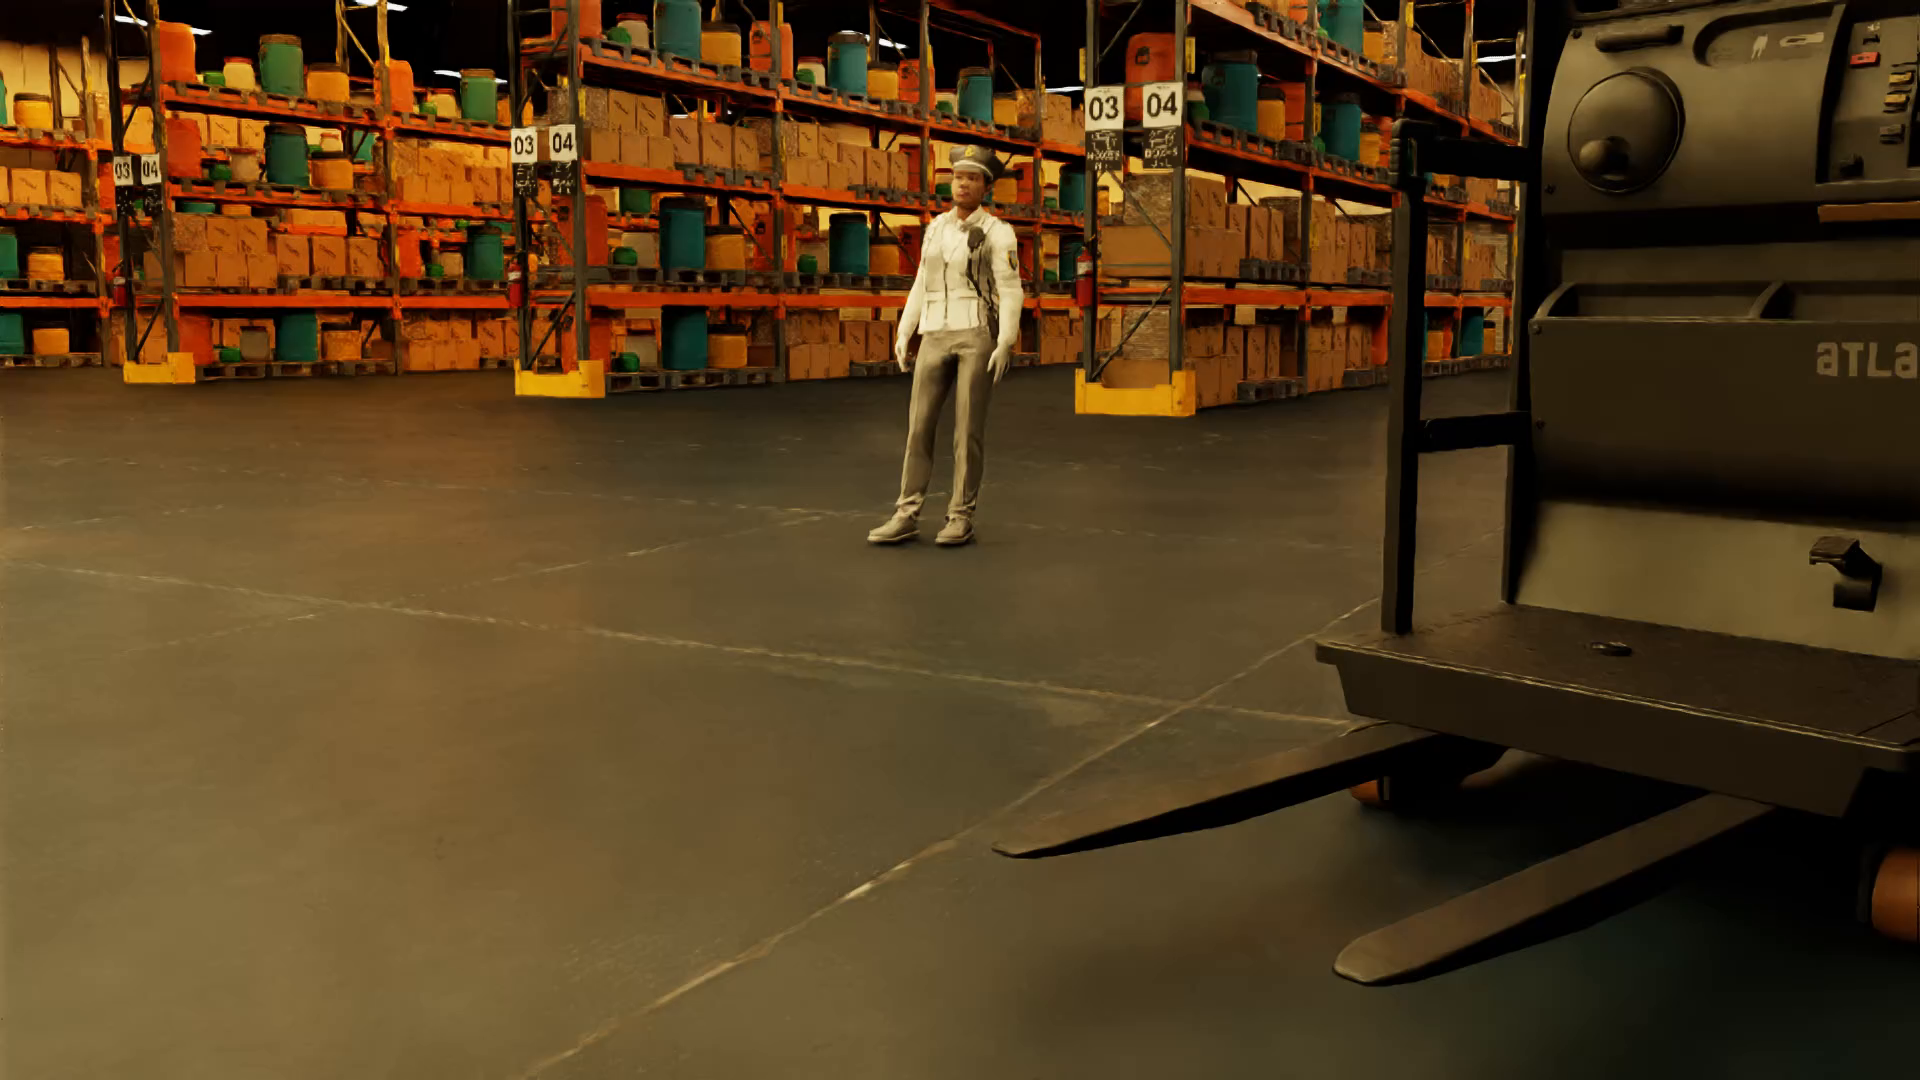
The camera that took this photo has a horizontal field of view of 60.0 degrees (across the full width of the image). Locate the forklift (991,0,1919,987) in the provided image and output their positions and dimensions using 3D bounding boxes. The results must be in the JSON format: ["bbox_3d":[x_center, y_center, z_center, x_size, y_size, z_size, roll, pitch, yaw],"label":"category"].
[{"bbox_3d":[1.403,-0.885,3.003,3.031,2.935,1.130,-7,10,-41],"label":"forklift"}]

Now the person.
[{"bbox_3d":[-0.039,-0.839,7.142,0.586,1.695,0.533,4,9,29],"label":"person"}]
